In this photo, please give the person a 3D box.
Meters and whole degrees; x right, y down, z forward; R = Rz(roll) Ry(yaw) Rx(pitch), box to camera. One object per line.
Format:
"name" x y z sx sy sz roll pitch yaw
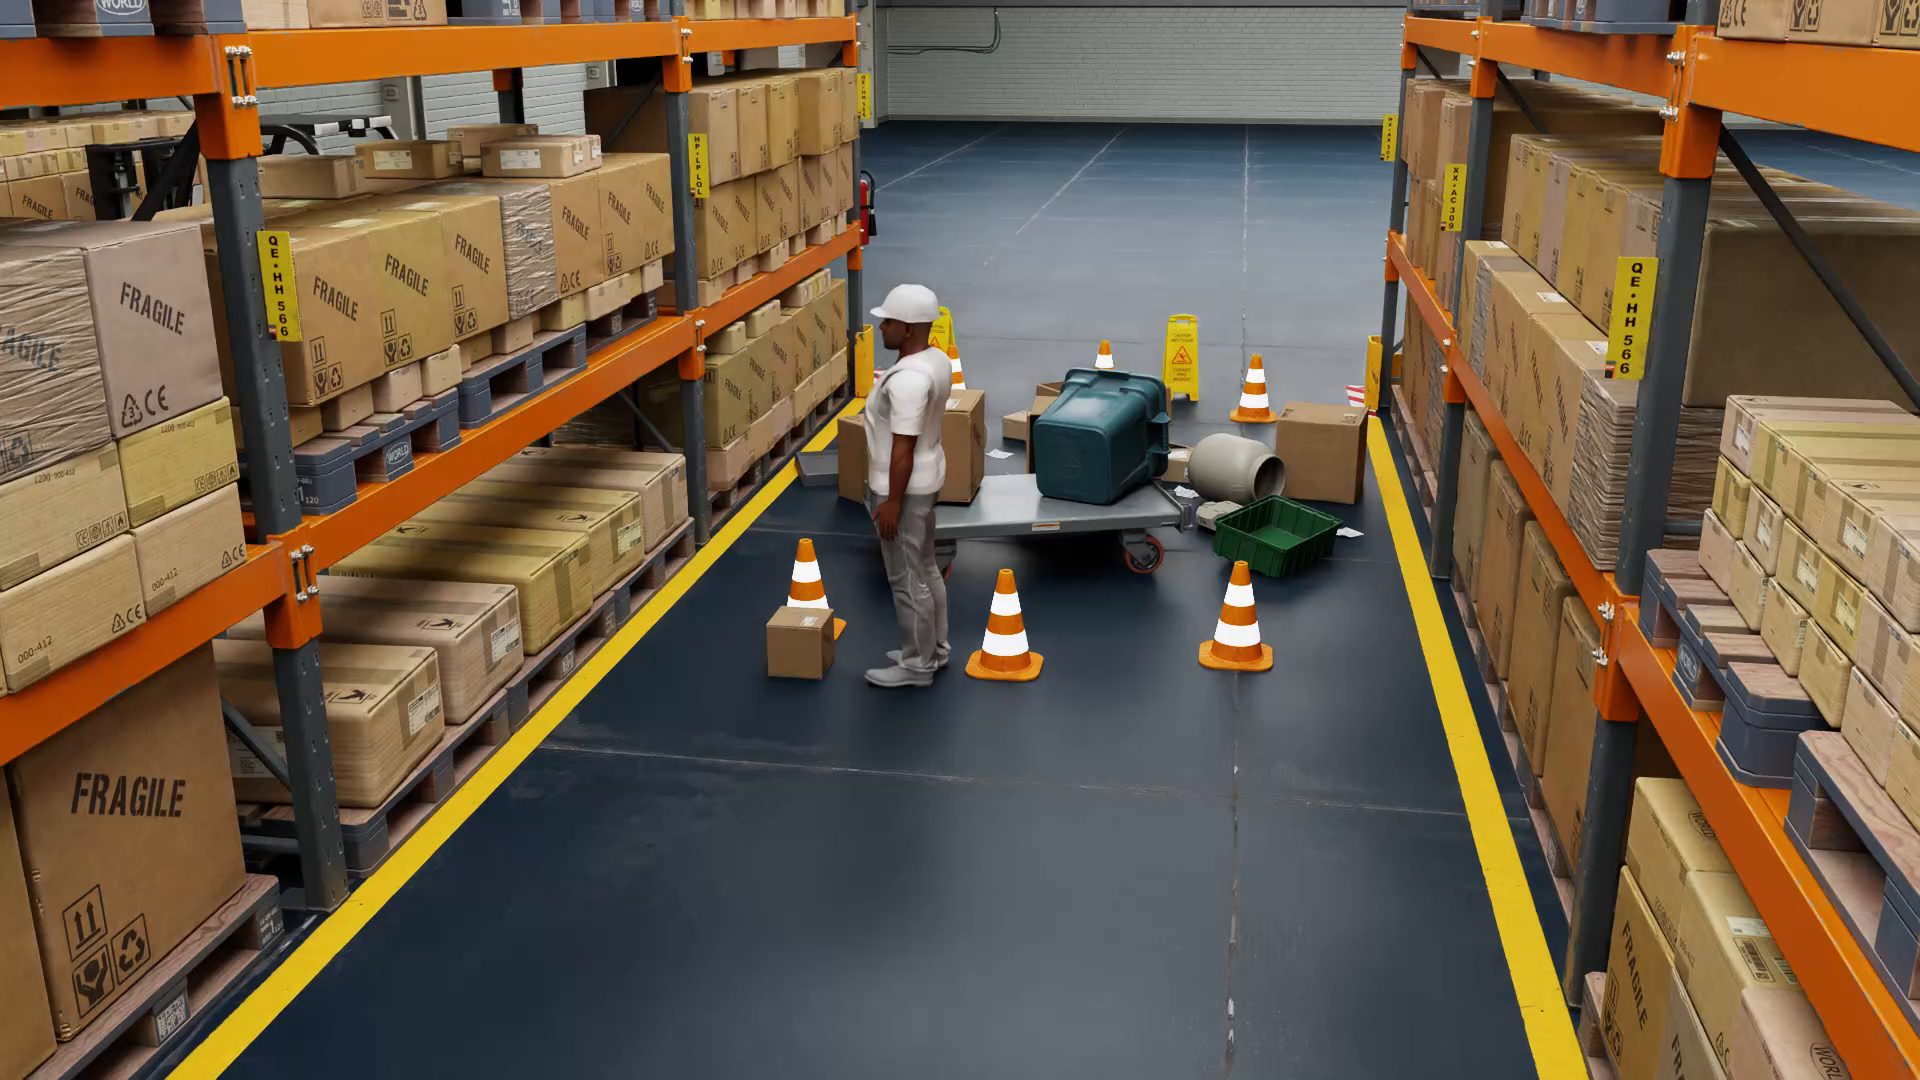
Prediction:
"person" -0.229 -0.221 7.229 0.354 1.779 0.565 3 18 9
